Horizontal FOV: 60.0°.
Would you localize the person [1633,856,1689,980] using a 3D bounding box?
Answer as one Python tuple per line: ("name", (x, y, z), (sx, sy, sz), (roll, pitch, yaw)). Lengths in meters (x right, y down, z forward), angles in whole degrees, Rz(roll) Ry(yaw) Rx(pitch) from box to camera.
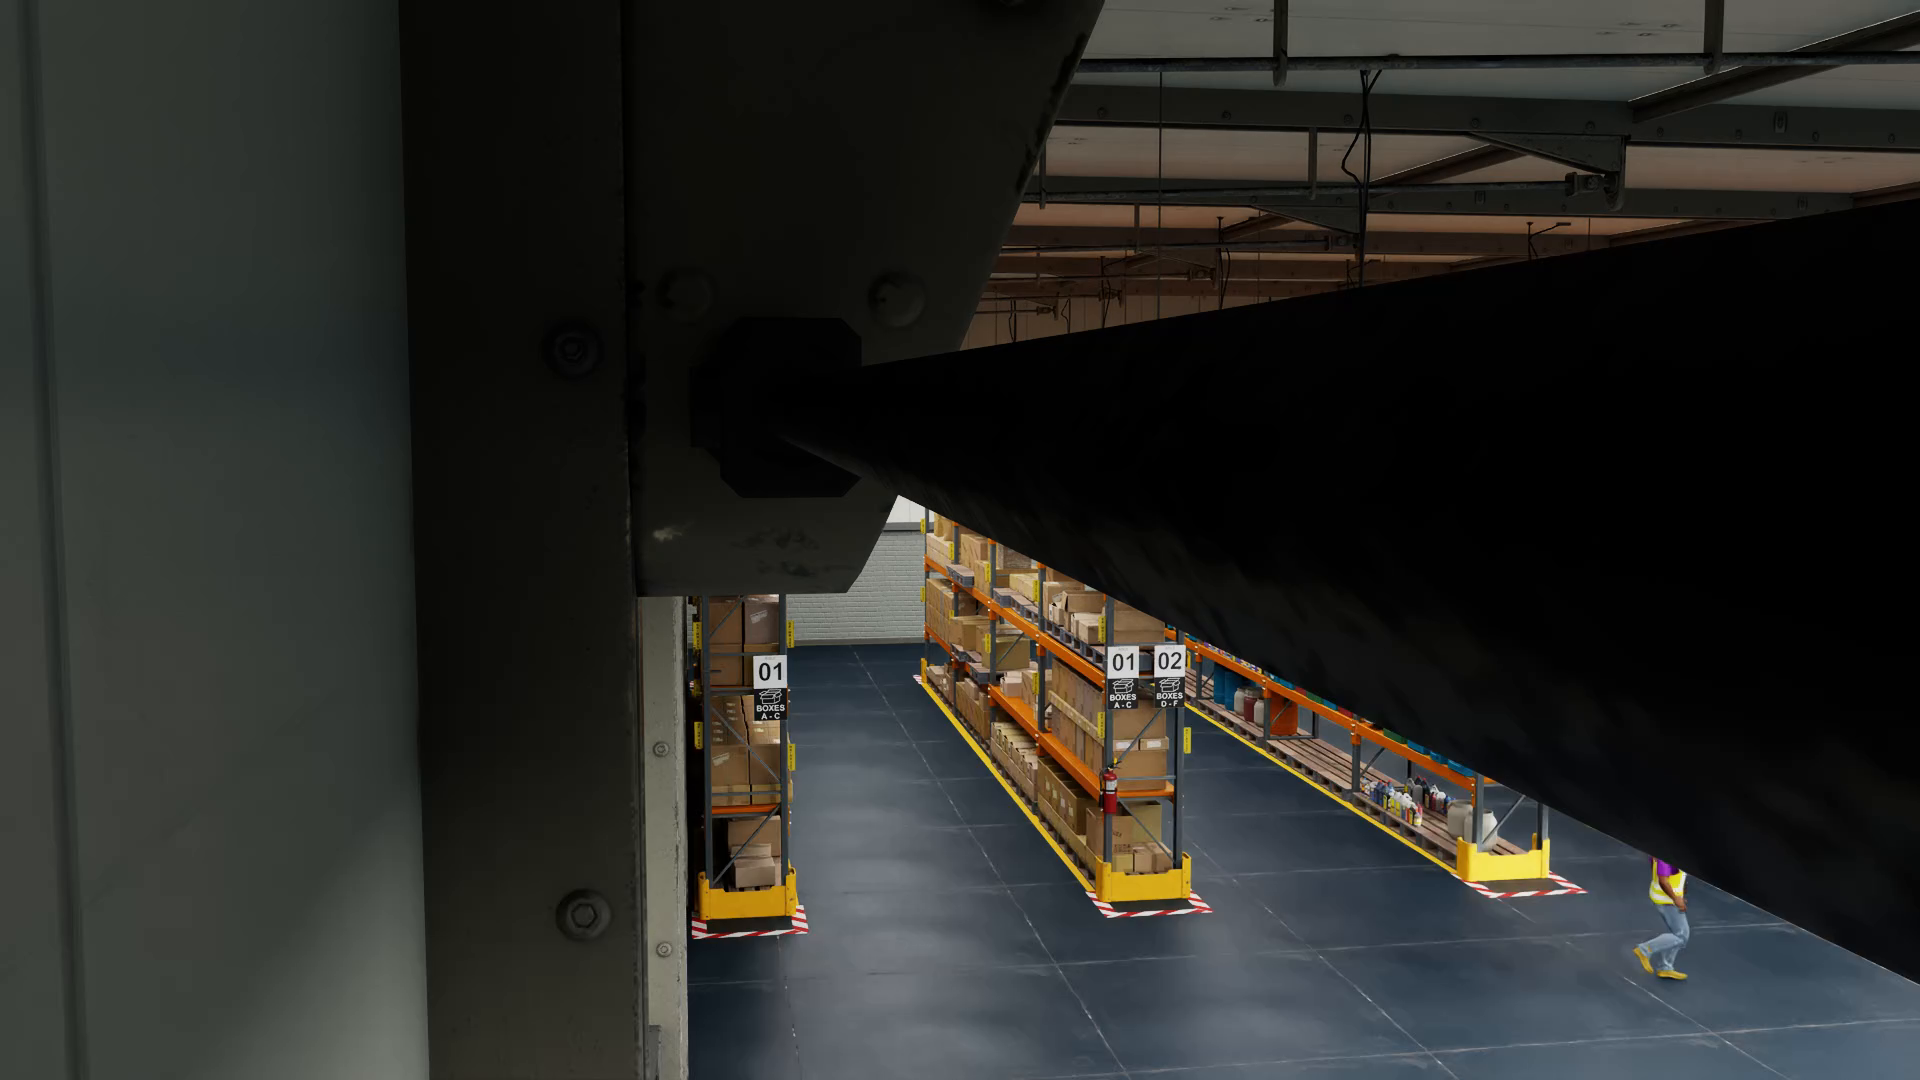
("person", (7.606, 3.886, 18.021), (0.578, 1.738, 0.720), (1, 5, 13))
